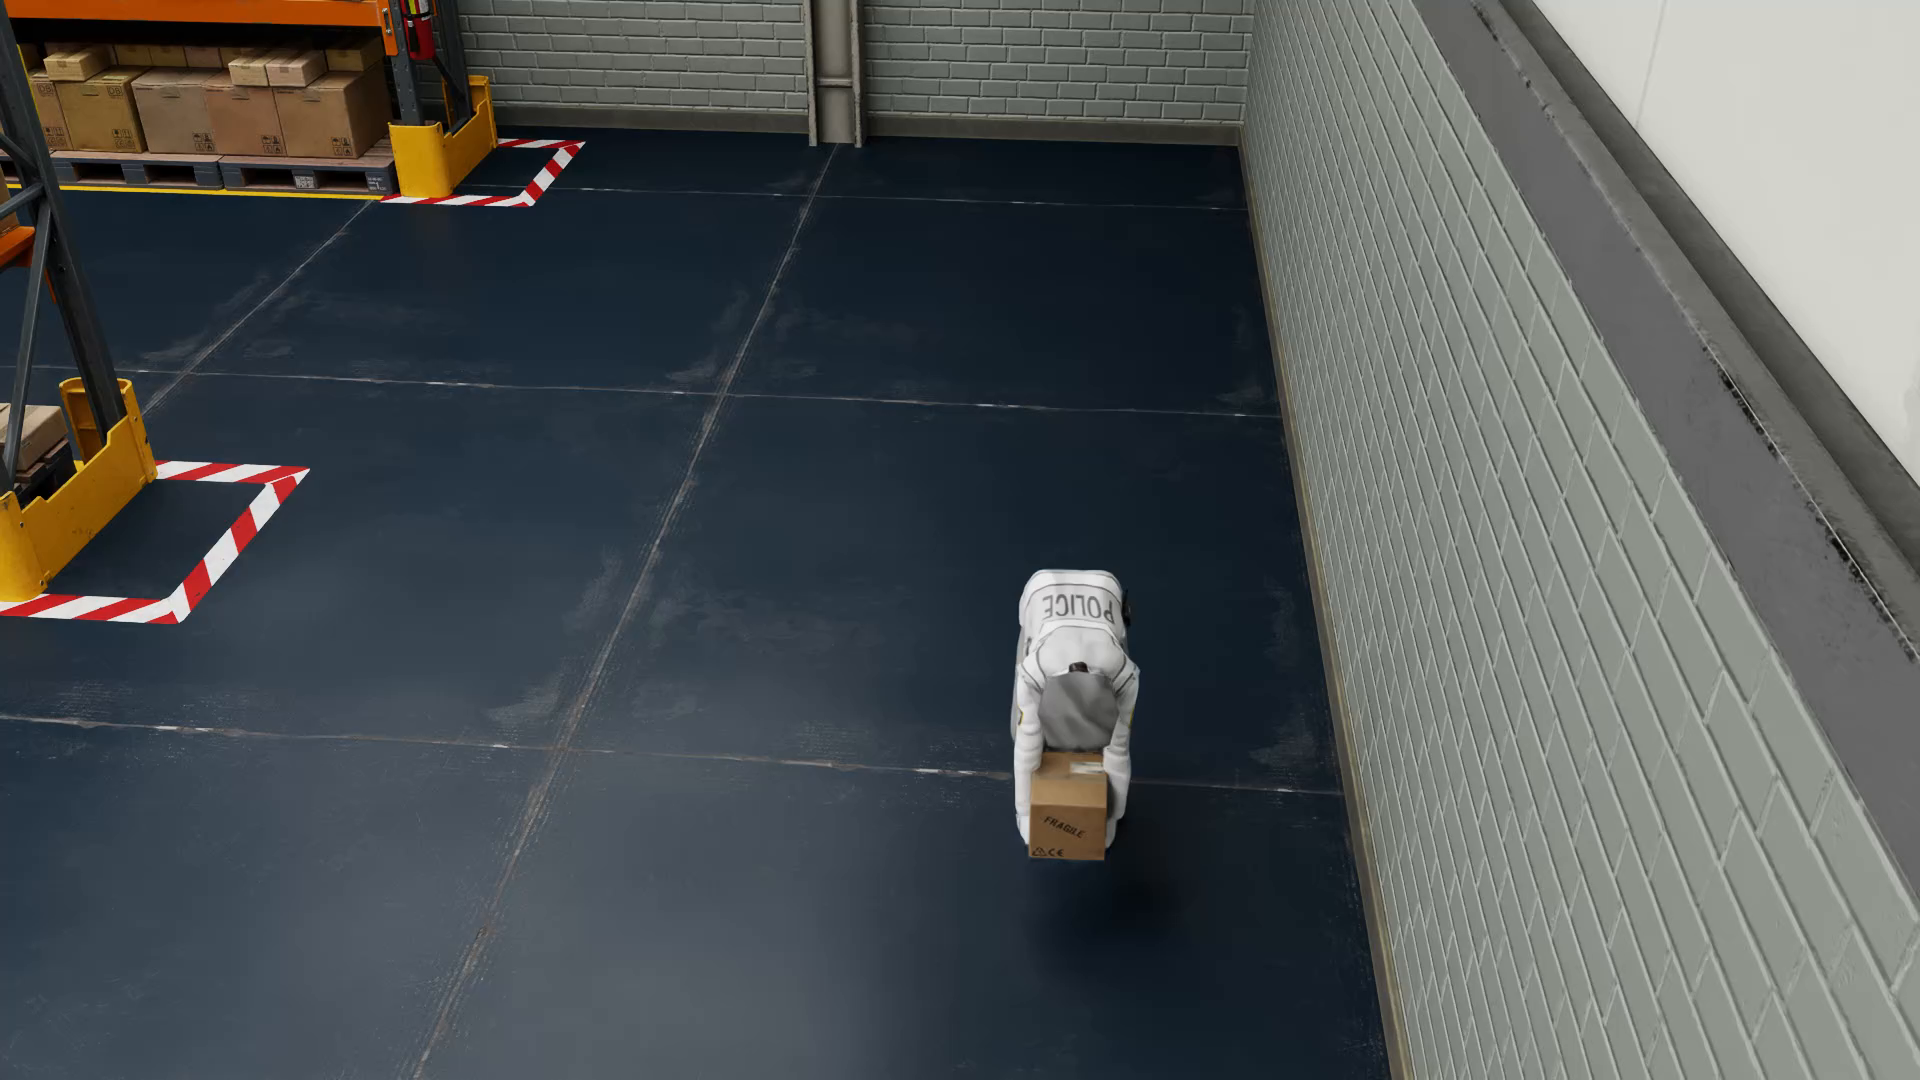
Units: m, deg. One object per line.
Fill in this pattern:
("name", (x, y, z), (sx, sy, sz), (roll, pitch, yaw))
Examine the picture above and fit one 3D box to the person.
("person", (0.378, 0.679, 5.618), (0.417, 1.065, 0.926), (1, 32, 2))
